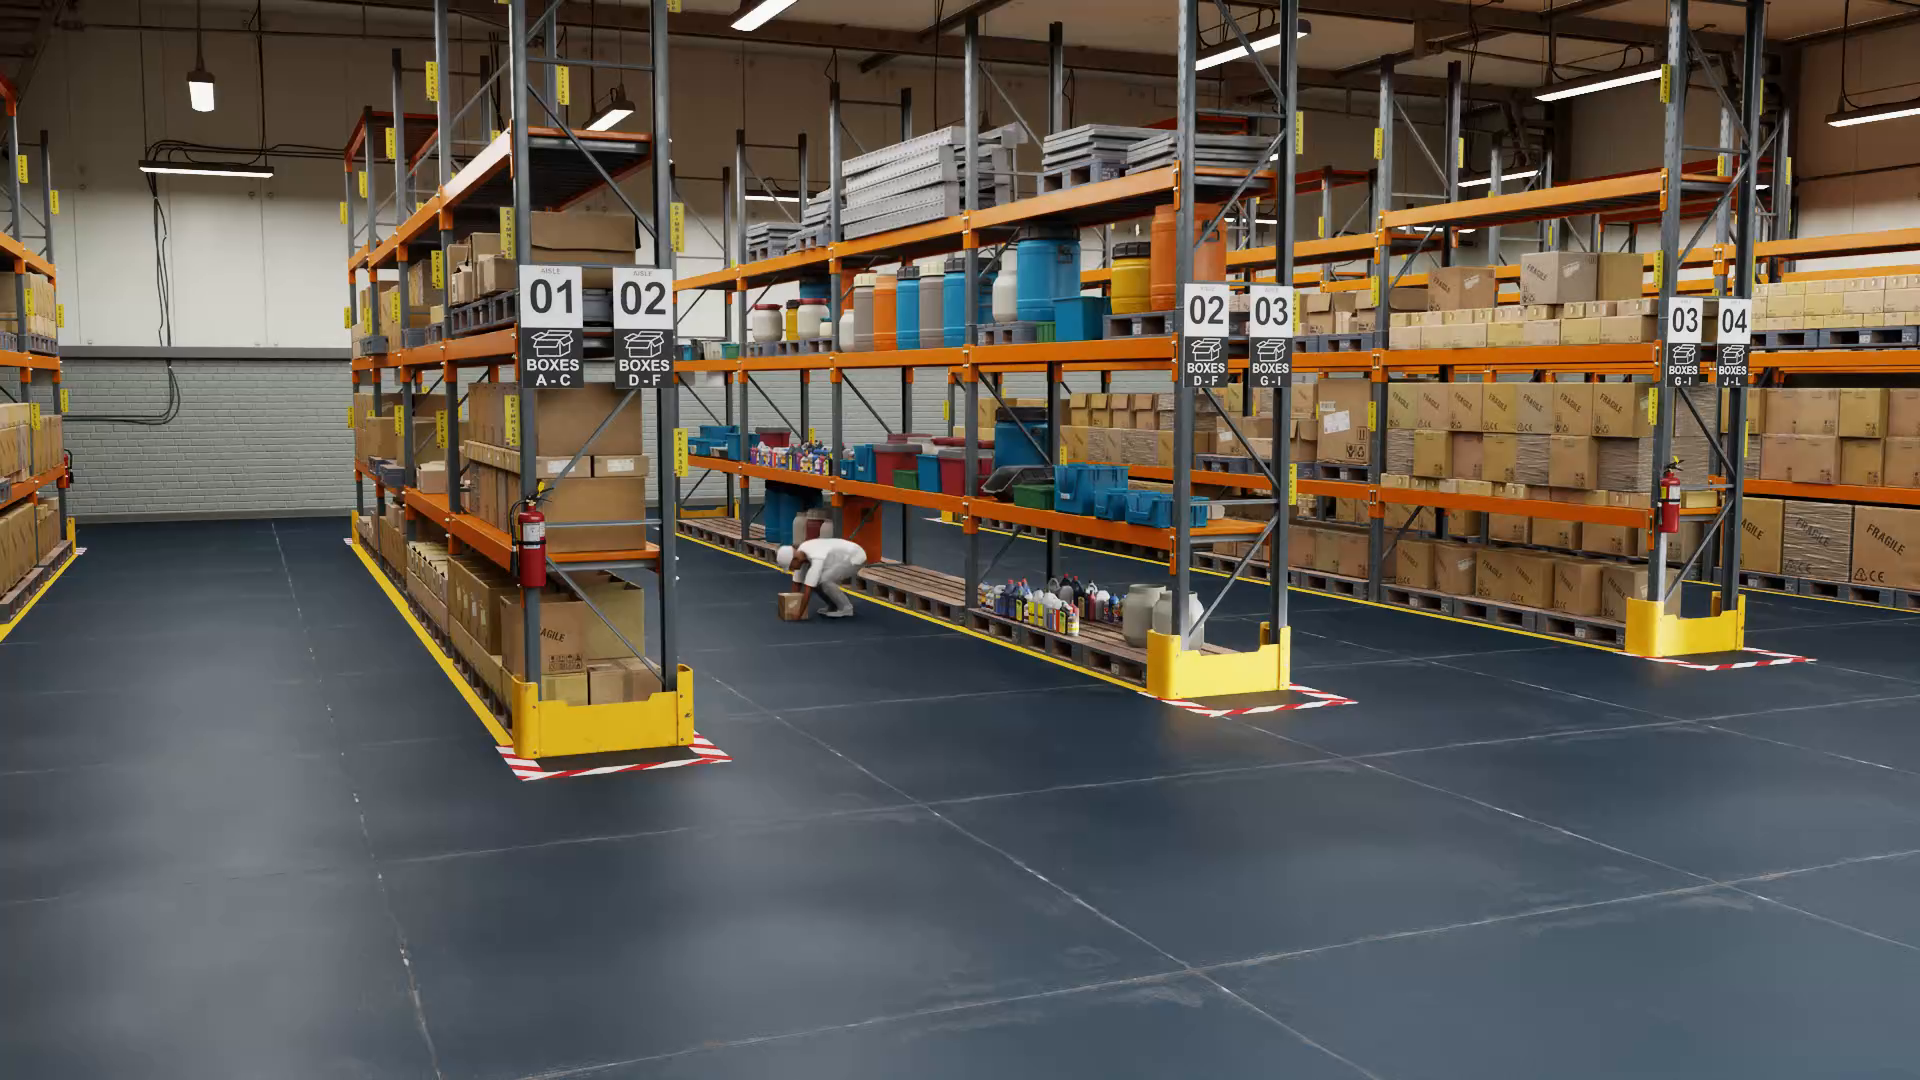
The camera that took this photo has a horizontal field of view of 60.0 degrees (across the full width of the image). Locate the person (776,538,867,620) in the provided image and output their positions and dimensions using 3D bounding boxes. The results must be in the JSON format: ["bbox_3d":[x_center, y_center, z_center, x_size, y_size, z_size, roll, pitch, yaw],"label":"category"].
[{"bbox_3d":[-1.460,0.406,17.453,0.980,0.843,0.518,-3,6,-25],"label":"person"}]
